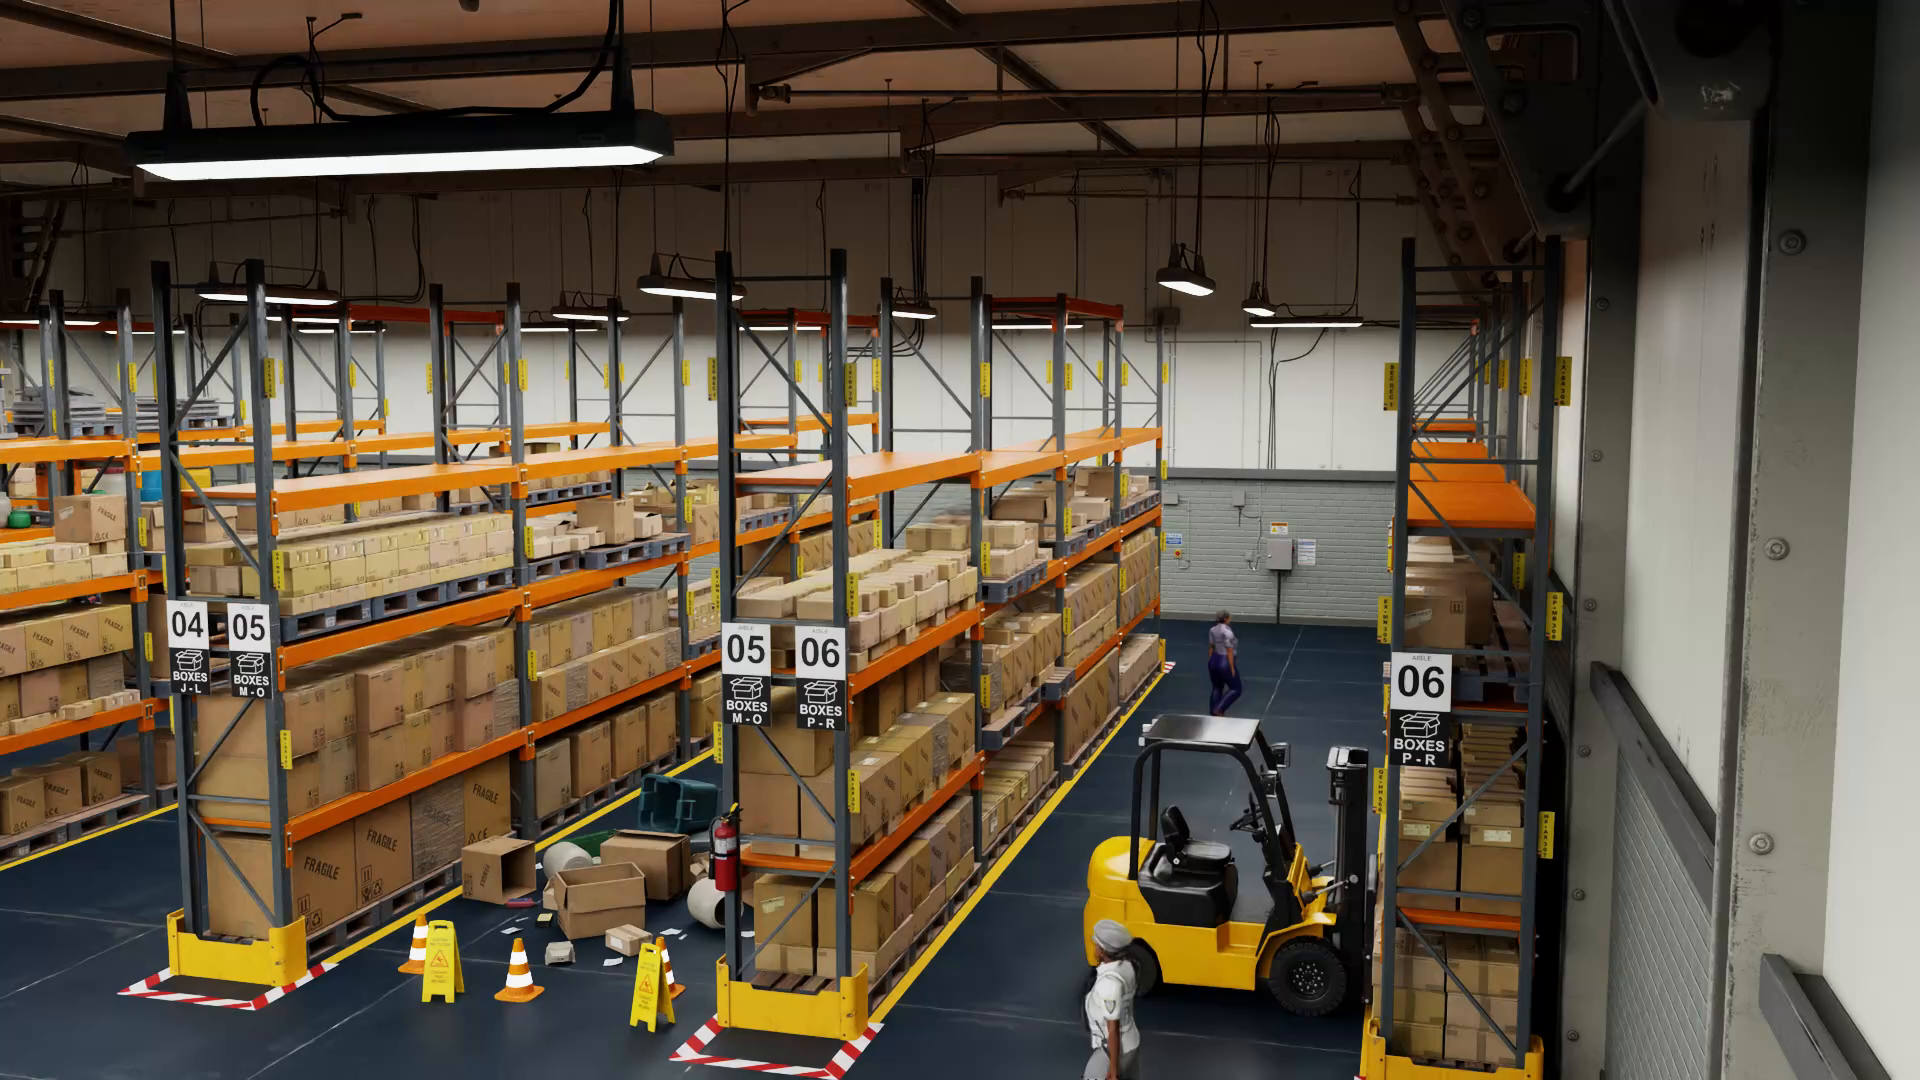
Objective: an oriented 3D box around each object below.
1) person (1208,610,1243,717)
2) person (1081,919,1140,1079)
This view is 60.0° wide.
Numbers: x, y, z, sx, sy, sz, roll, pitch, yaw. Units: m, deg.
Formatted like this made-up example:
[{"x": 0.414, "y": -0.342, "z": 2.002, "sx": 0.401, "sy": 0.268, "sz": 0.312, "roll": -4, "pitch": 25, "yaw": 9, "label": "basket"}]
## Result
[{"x": 3.744, "y": 1.819, "z": 23.870, "sx": 0.457, "sy": 1.649, "sz": 0.518, "roll": -3, "pitch": 7, "yaw": -29, "label": "person"}, {"x": 1.033, "y": 3.218, "z": 10.572, "sx": 0.923, "sy": 1.649, "sz": 0.480, "roll": 1, "pitch": 6, "yaw": 9, "label": "person"}]
